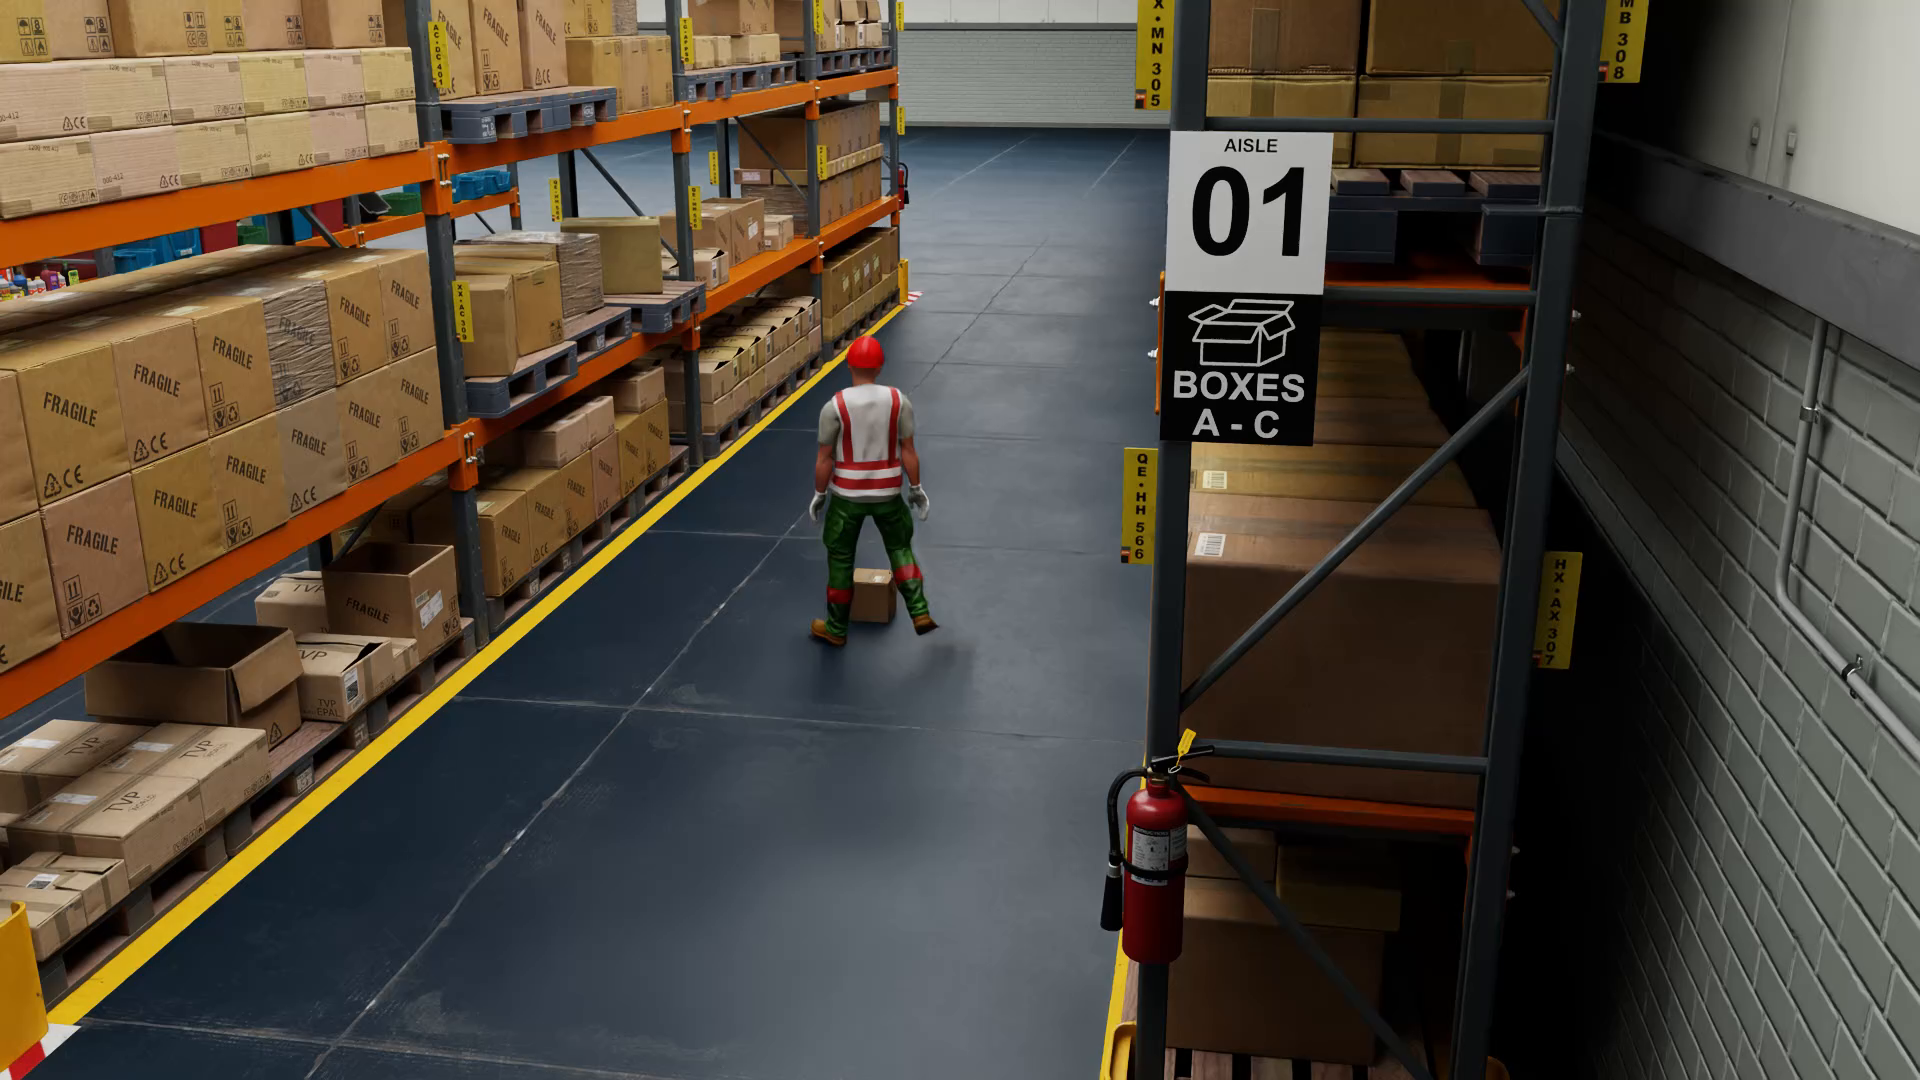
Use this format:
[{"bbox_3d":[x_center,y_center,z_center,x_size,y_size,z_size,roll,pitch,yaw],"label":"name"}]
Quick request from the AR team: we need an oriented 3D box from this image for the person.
[{"bbox_3d":[-0.493,-0.256,9.303,0.696,1.789,0.598,-6,19,-17],"label":"person"}]
